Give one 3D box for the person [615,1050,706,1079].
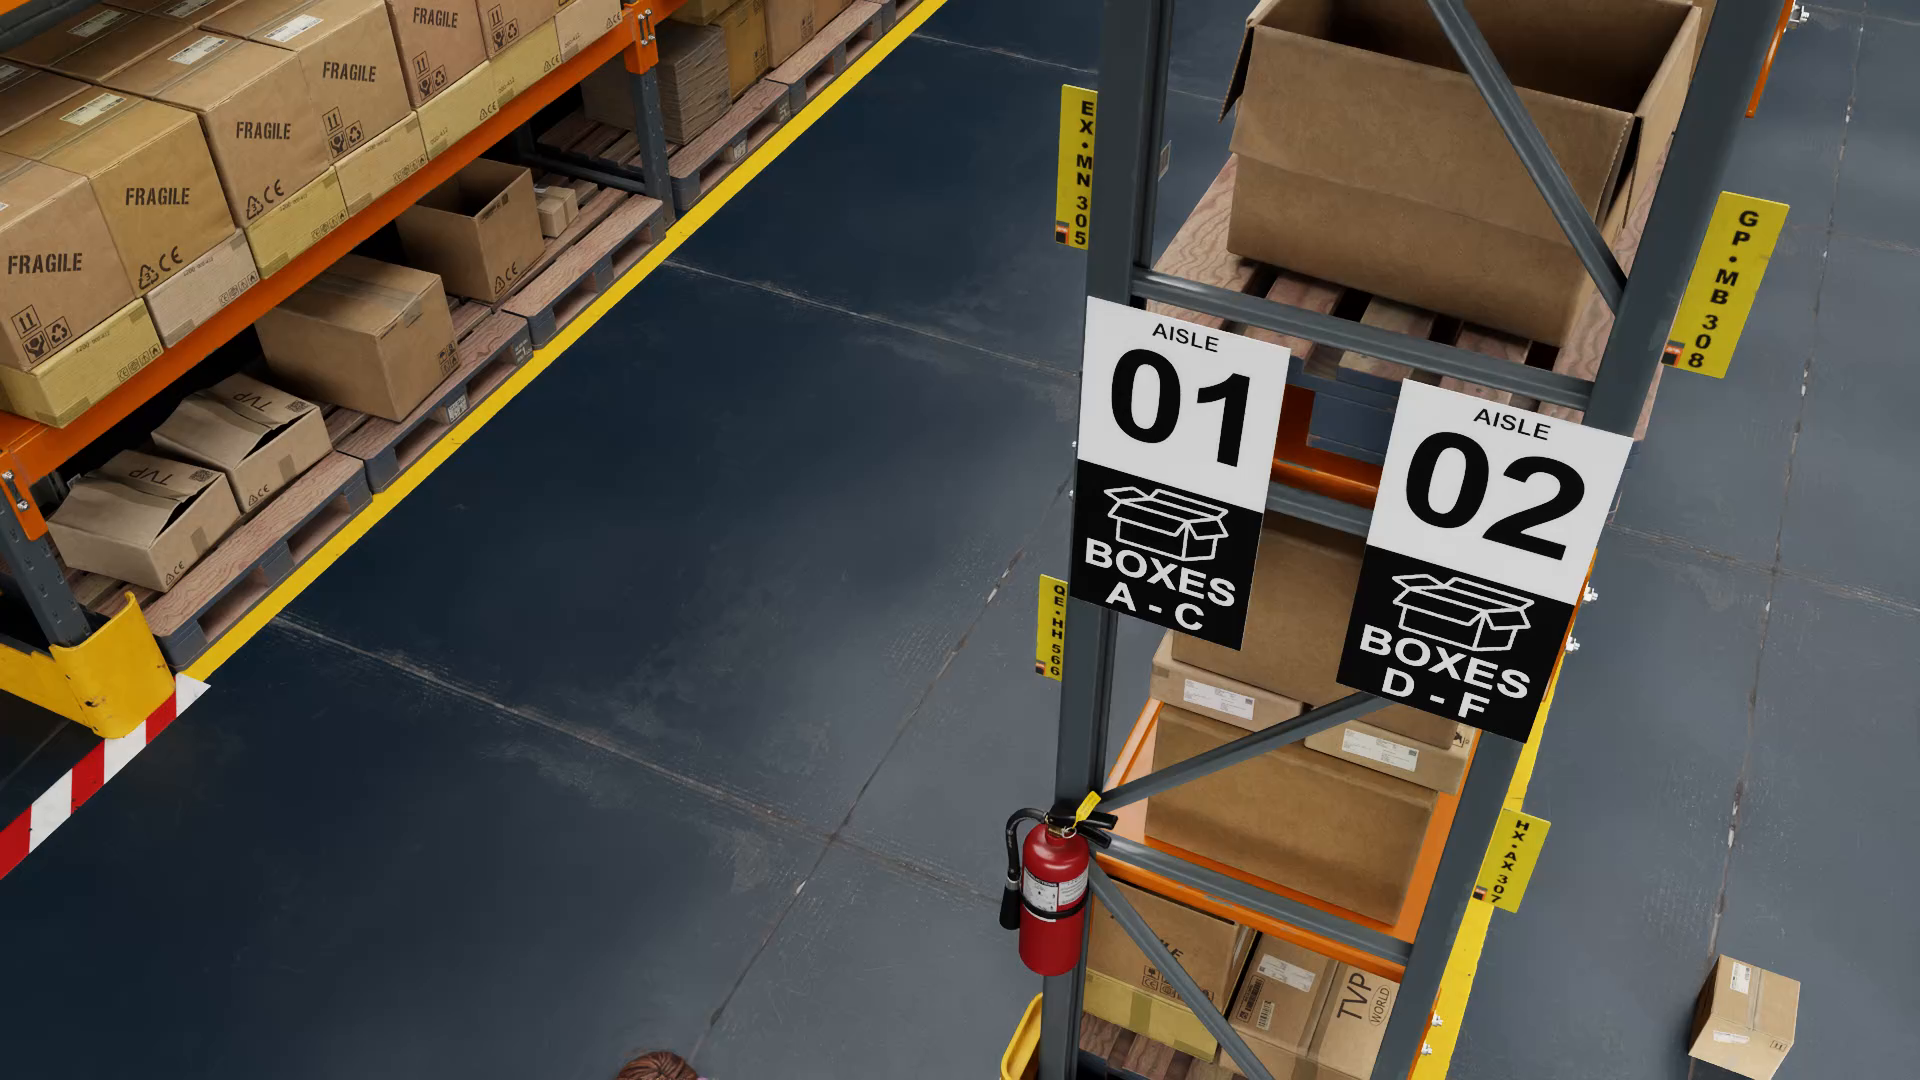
[{"bbox_3d":[-0.716,1.794,4.211,0.493,1.611,0.500,-16,45,-17],"label":"person"}]
